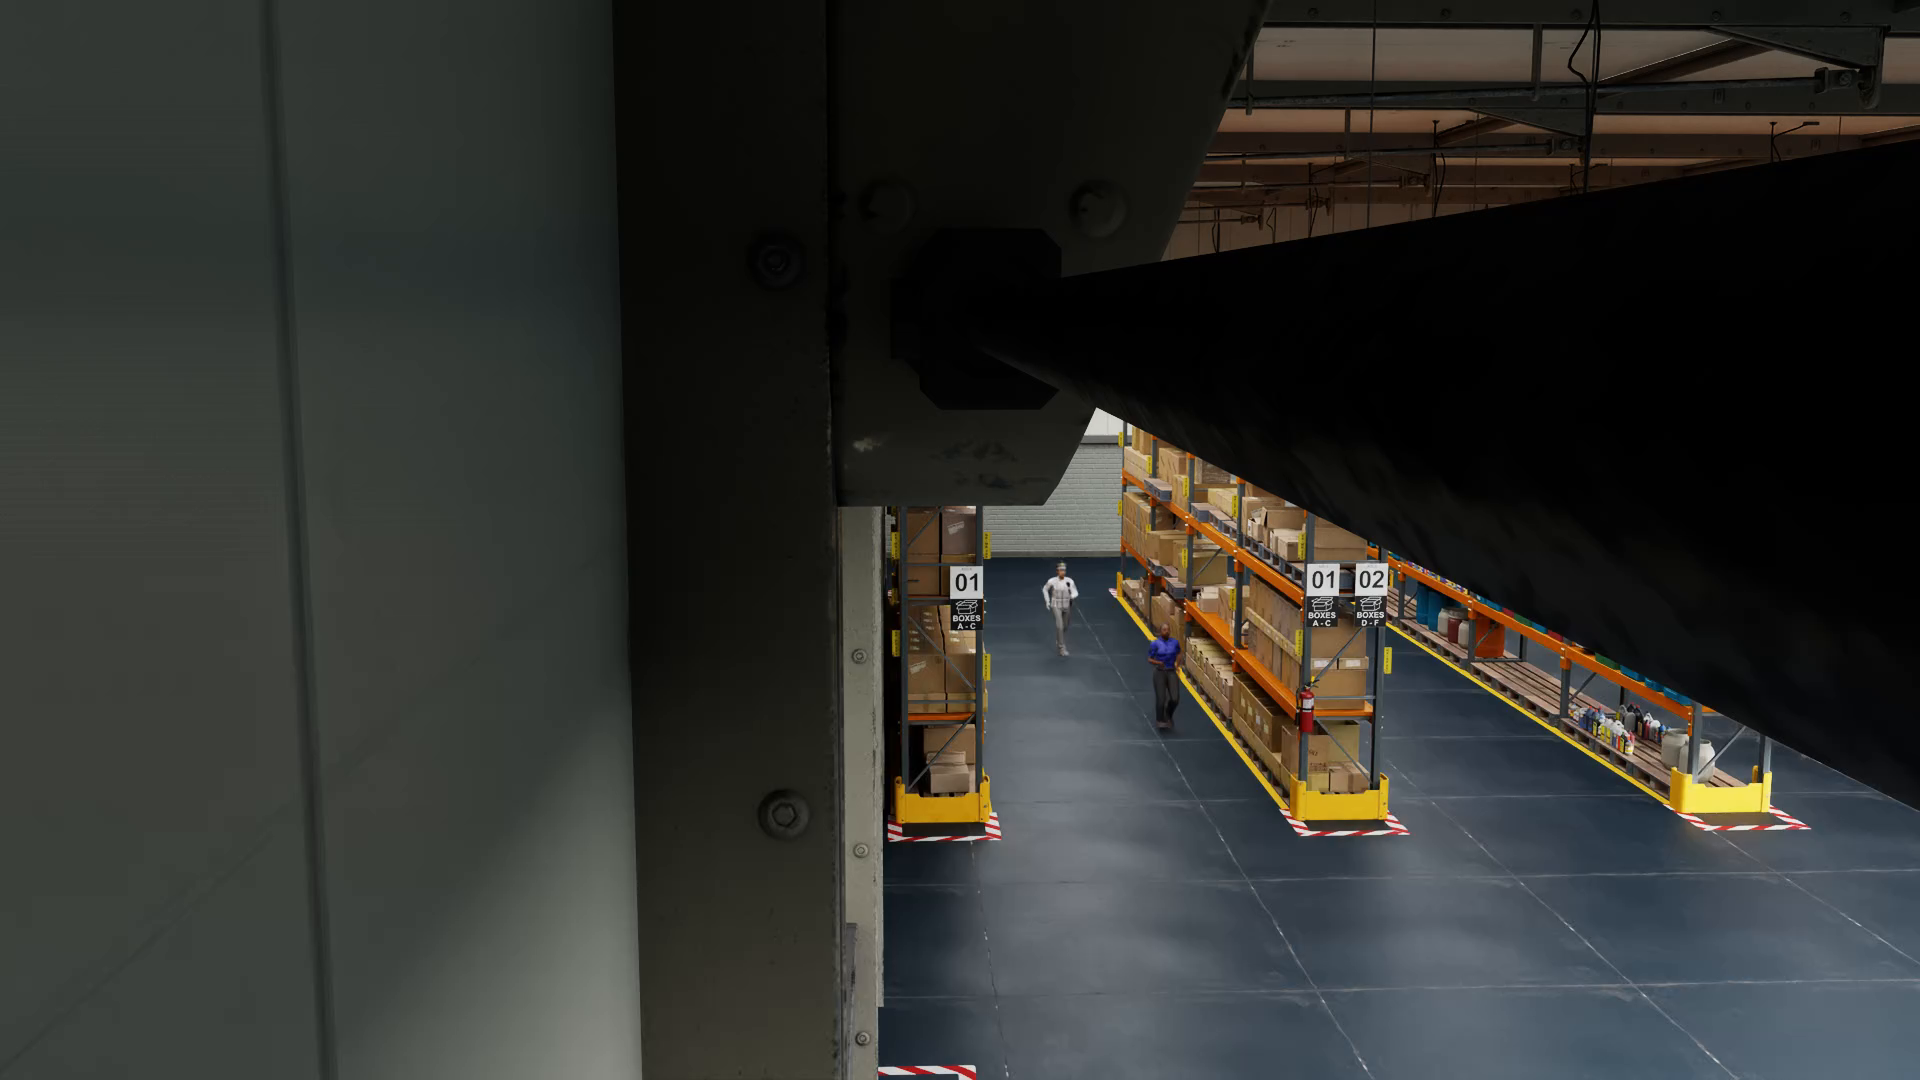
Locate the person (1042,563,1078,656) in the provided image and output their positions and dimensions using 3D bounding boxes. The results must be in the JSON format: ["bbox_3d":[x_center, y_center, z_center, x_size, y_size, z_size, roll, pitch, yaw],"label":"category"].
[{"bbox_3d":[1.836,1.226,30.343,0.614,1.674,0.880,-2,8,-12],"label":"person"}]

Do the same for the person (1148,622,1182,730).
[{"bbox_3d":[3.085,2.048,24.804,0.560,1.641,0.605,-1,8,-5],"label":"person"}]
